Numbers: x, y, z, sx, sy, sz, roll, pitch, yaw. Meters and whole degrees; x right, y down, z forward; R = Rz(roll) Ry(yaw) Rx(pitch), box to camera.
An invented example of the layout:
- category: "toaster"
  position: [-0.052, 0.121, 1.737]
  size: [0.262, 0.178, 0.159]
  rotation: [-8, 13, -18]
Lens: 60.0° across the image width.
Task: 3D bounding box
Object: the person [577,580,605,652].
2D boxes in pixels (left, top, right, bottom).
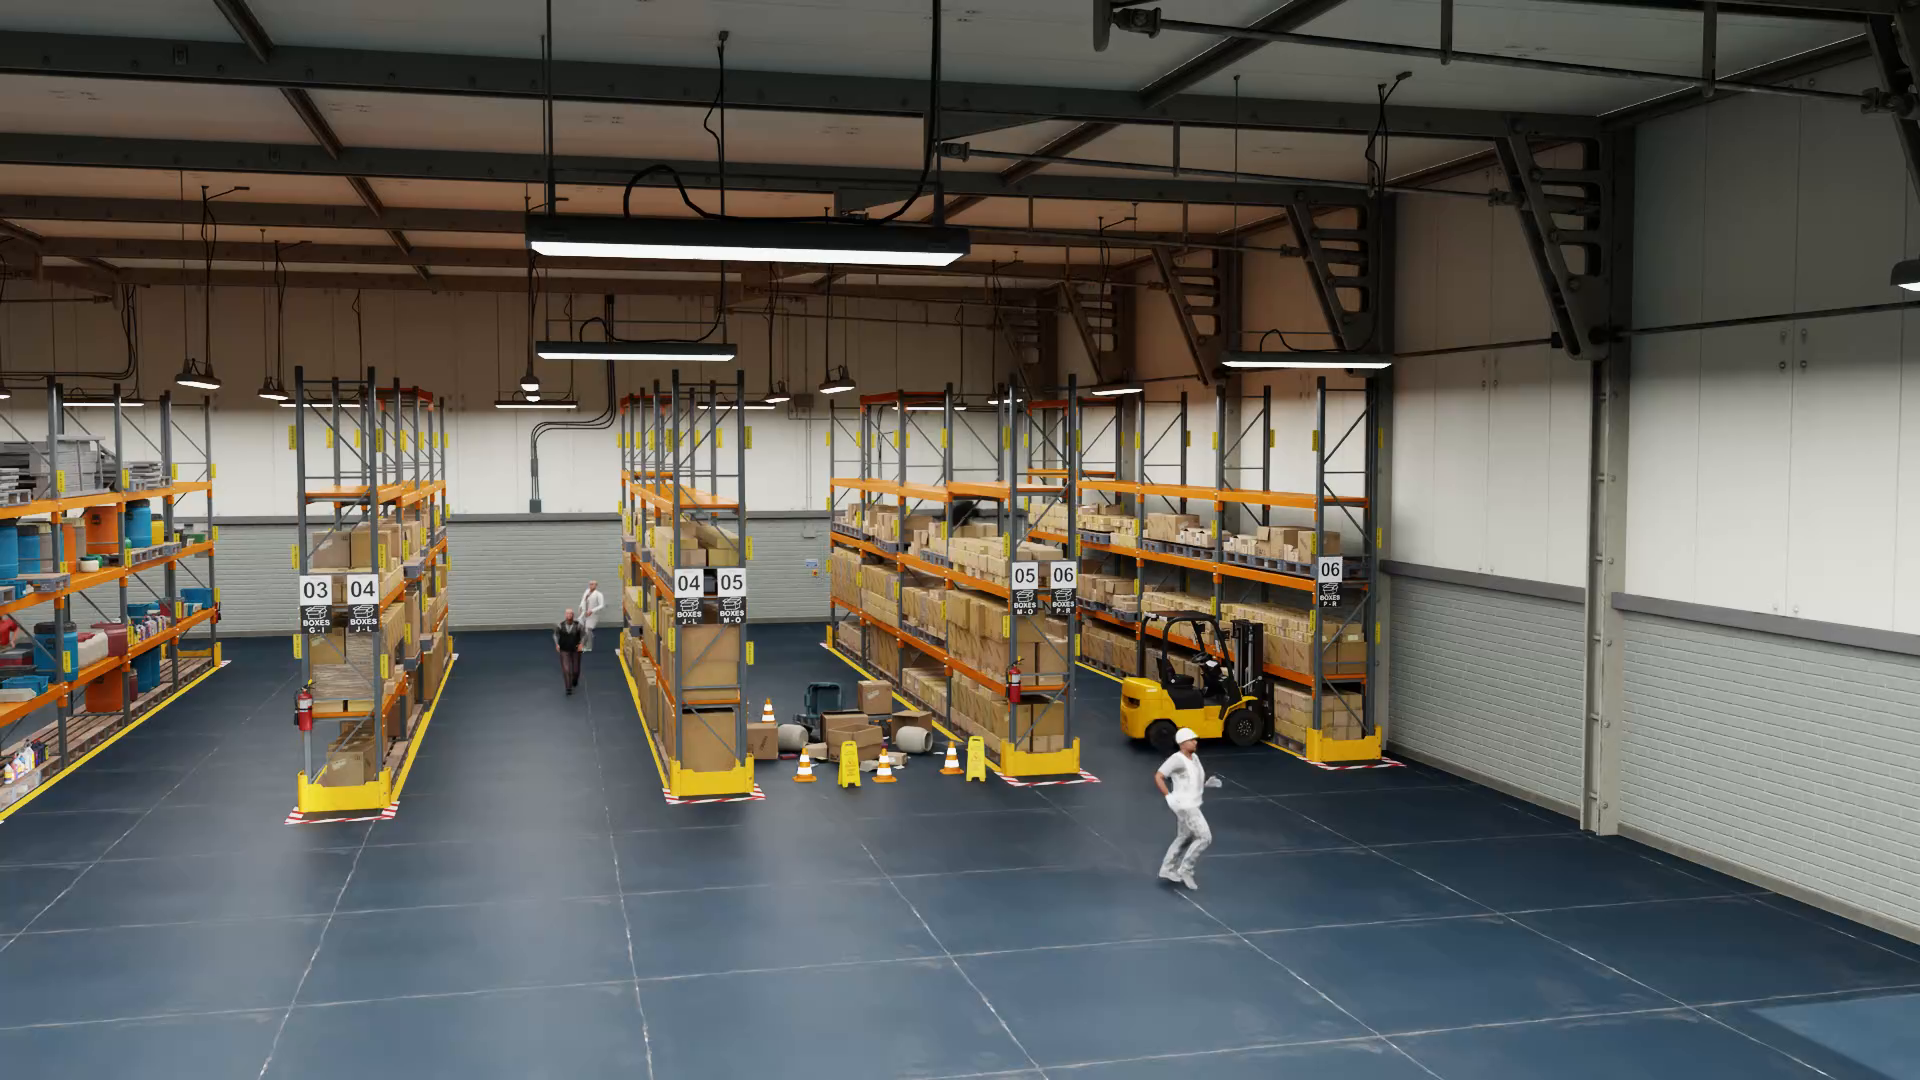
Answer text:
- category: "person"
  position: [-8.734, 1.803, 39.381]
  size: [0.763, 1.719, 0.611]
  rotation: [2, 4, 29]

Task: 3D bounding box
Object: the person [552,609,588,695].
- category: "person"
  position: [-7.705, 2.198, 32.851]
  size: [0.694, 1.686, 0.772]
  rotation: [-1, 3, -11]

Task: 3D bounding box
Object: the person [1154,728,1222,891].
- category: "person"
  position: [2.565, 3.003, 18.599]
  size: [0.721, 1.803, 0.655]
  rotation: [1, 4, 23]

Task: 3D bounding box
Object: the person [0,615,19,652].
- category: "person"
  position: [-18.798, 2.201, 32.528]
  size: [0.663, 1.742, 0.969]
  rotation: [-2, 4, -25]
